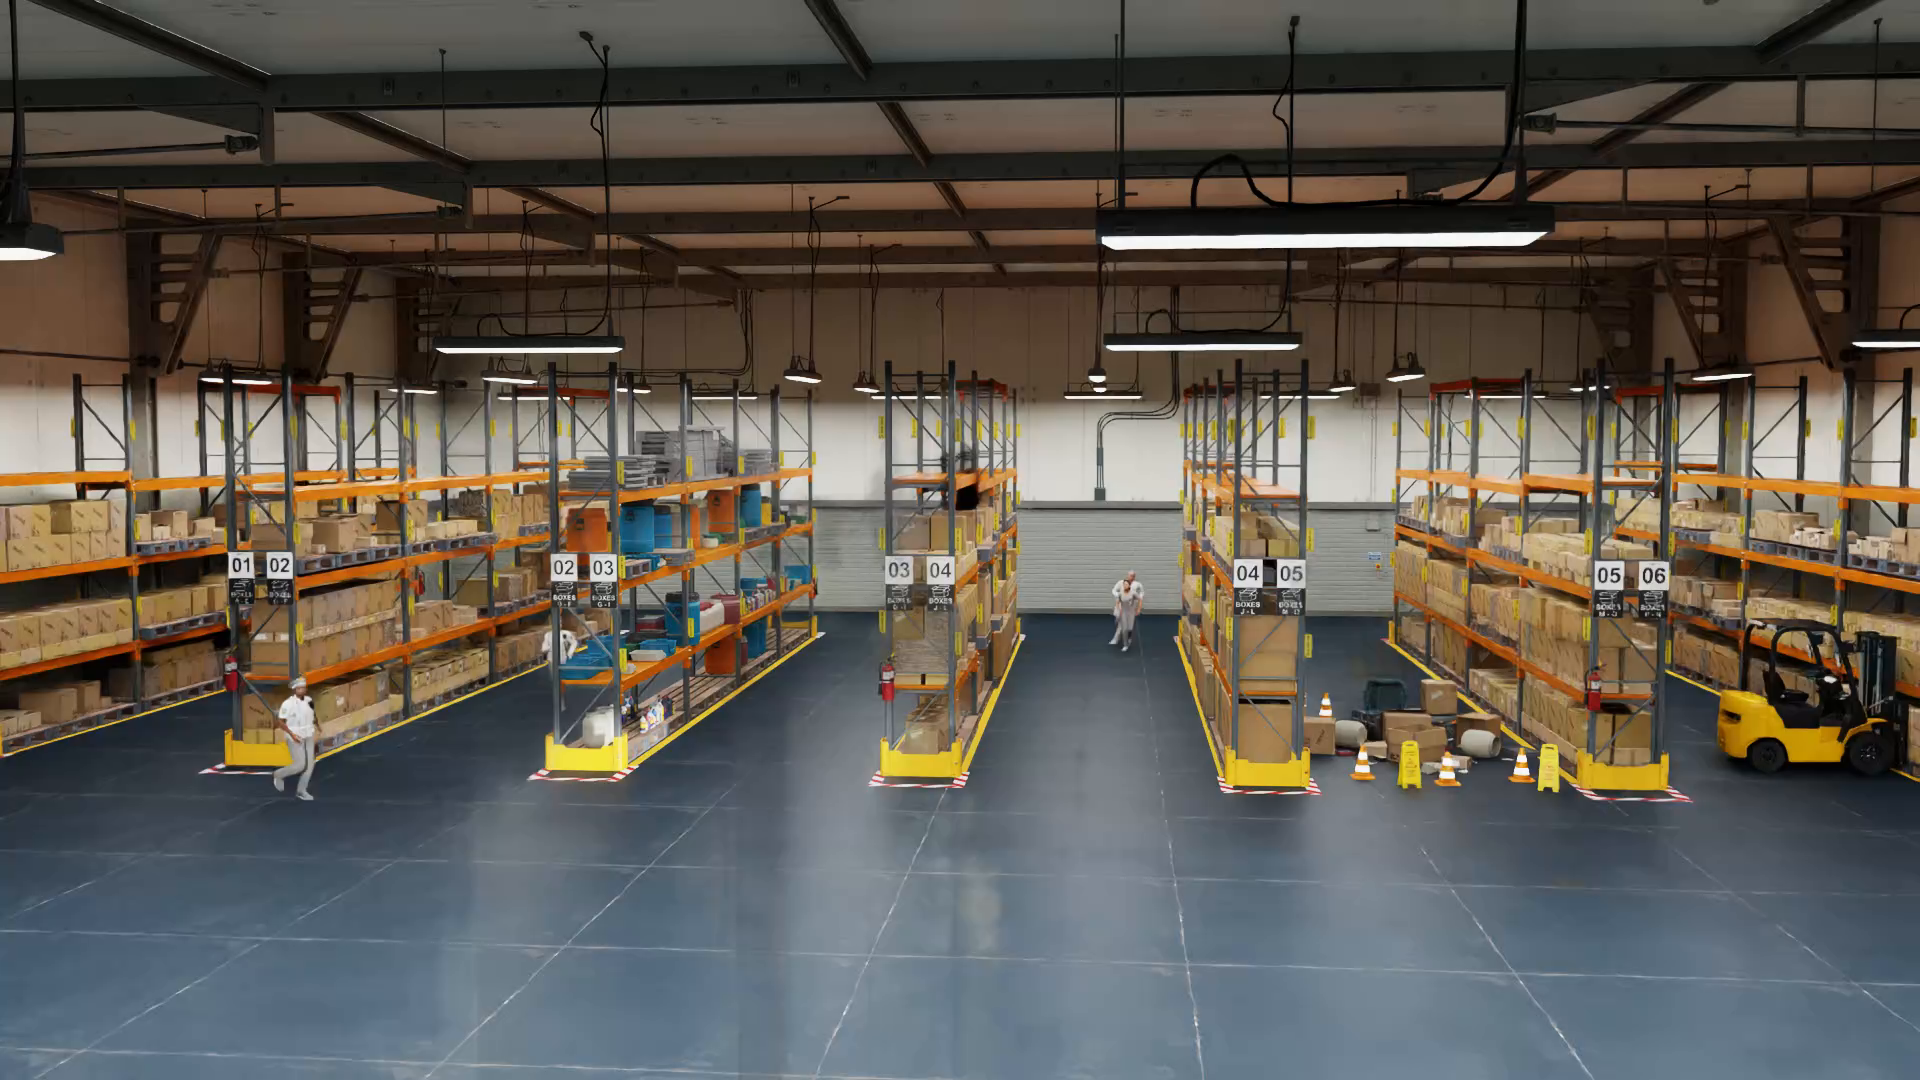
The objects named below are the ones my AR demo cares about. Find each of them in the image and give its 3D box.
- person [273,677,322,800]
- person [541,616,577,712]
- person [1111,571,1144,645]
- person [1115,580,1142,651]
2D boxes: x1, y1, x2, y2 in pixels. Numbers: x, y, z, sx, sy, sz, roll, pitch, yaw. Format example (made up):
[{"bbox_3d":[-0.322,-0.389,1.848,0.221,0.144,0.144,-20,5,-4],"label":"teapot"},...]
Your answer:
[{"bbox_3d":[-9.023,2.691,22.682,0.611,1.679,0.577,2,4,30],"label":"person"},{"bbox_3d":[-7.181,2.205,29.733,0.592,1.734,0.684,0,4,-3],"label":"person"},{"bbox_3d":[3.932,1.628,39.076,0.740,1.616,1.029,1,4,14],"label":"person"},{"bbox_3d":[3.812,1.716,37.689,0.596,1.628,0.653,1,4,14],"label":"person"}]
